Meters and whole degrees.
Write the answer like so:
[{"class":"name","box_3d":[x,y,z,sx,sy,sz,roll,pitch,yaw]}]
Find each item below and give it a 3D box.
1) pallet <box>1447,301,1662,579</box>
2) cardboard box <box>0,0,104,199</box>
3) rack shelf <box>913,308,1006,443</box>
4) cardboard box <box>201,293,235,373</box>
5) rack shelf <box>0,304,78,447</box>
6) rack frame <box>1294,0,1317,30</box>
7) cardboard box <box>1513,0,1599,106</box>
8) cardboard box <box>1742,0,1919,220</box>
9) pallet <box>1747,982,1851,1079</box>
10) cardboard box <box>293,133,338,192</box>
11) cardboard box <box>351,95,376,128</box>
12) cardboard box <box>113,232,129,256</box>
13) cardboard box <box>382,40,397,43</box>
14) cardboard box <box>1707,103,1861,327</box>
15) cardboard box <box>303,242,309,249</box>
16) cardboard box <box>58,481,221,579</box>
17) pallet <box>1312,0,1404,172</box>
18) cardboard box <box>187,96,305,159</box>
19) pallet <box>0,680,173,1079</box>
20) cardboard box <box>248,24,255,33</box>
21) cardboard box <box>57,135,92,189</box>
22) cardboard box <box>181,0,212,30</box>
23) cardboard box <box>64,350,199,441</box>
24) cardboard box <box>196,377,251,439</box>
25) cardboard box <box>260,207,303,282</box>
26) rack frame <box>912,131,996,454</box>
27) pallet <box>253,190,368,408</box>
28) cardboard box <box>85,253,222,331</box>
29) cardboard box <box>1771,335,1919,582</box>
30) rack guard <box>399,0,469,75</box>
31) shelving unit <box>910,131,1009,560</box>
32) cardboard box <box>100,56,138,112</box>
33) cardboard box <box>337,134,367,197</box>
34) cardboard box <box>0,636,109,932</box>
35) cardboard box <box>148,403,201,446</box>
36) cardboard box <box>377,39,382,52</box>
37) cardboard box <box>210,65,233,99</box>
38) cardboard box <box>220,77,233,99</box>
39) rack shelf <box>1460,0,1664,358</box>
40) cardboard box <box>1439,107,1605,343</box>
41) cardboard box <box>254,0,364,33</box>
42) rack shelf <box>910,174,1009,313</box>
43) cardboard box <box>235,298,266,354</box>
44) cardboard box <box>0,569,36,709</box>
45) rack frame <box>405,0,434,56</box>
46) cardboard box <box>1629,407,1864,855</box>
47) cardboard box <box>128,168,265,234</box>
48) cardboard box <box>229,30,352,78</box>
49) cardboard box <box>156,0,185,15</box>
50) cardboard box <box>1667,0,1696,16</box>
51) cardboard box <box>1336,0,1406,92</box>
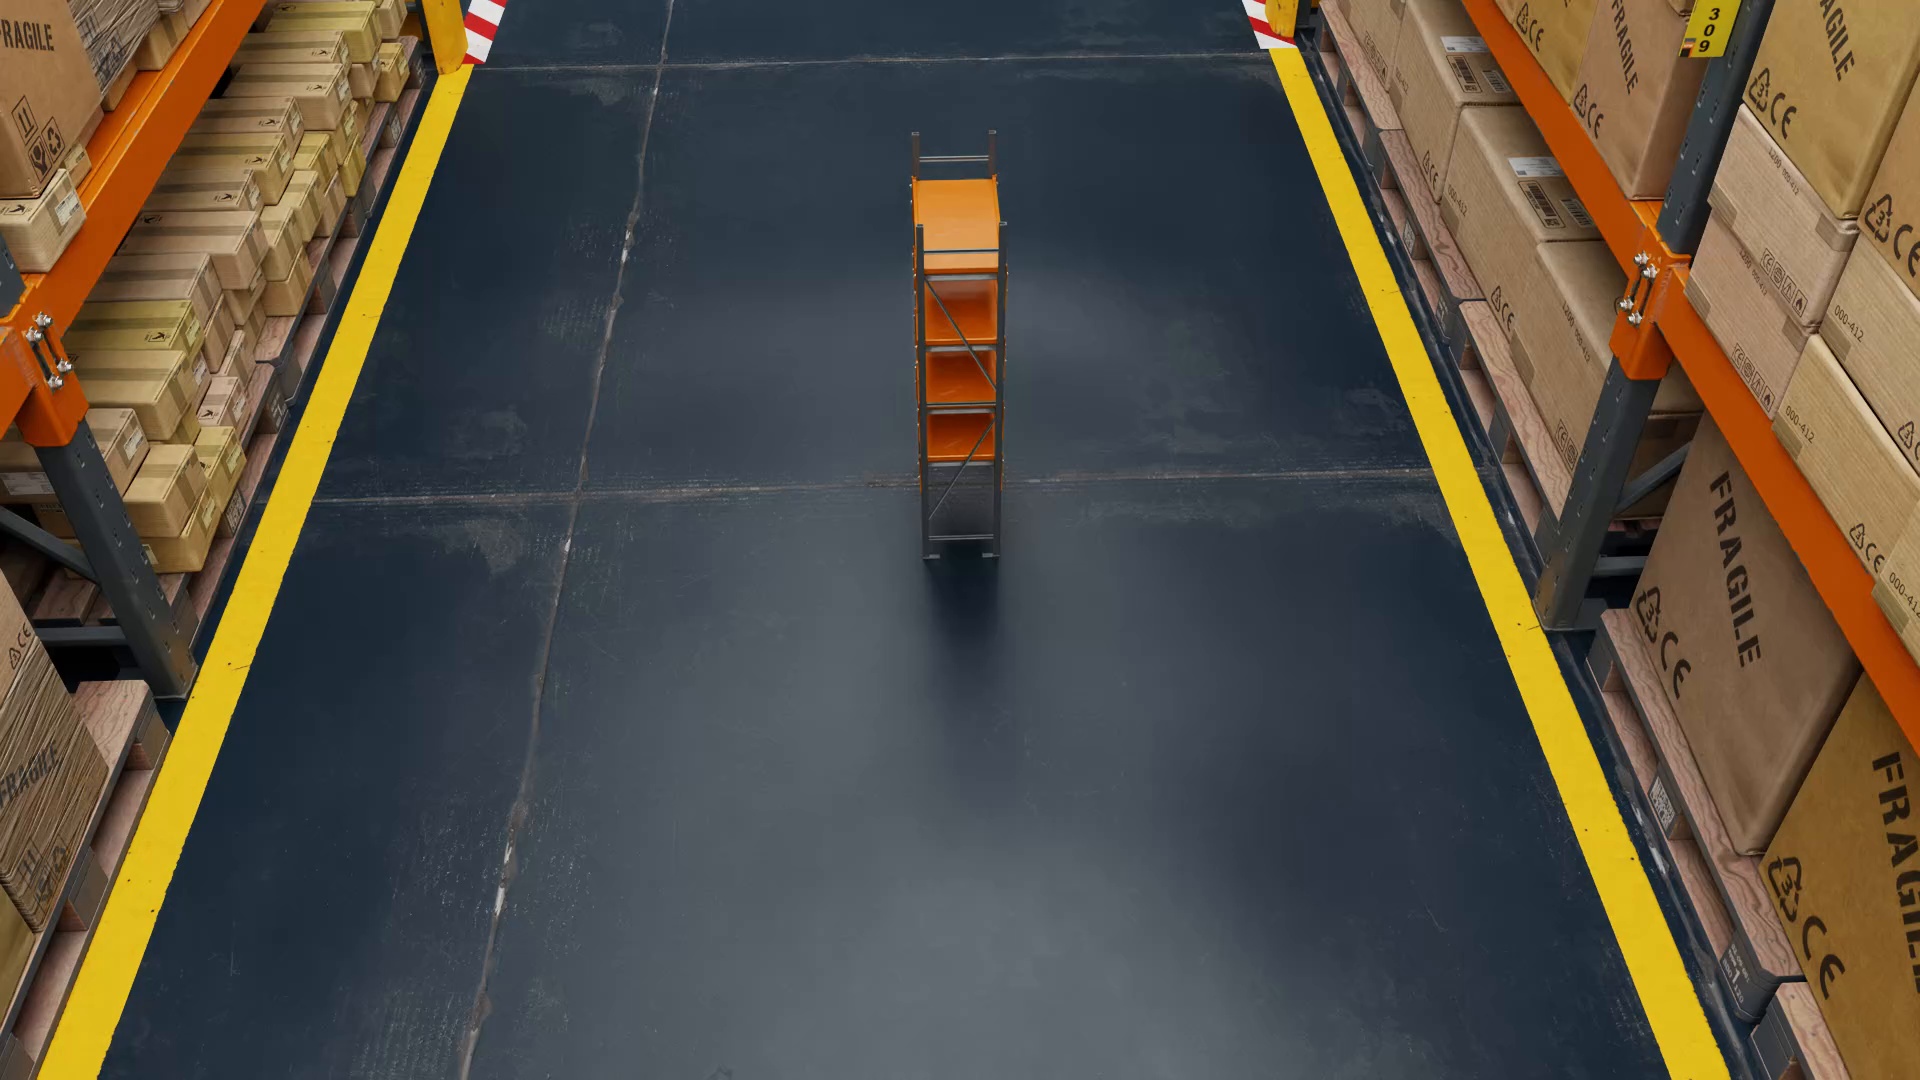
[{"class":"pallet","box_3d":[2.278,-0.372,5.499,1.003,0.211,1.213,-2,43,-2]},{"class":"cardboard box","box_3d":[-2.479,-1.162,4.003,0.500,0.500,0.500,-2,43,-3]},{"class":"rack shelf","box_3d":[-0.007,-0.504,5.012,0.258,0.148,0.480,-2,43,-2]},{"class":"cardboard box","box_3d":[-2.561,-0.655,5.324,0.380,0.149,0.250,-4,43,-4]},{"class":"rack shelf","box_3d":[-2.625,0.942,2.535,1.077,0.370,4.000,-2,43,-2]},{"class":"rack frame","box_3d":[2.062,-3.584,6.941,1.000,3.000,0.127,-2,43,-2]},{"class":"cardboard box","box_3d":[1.929,-1.574,4.673,0.500,0.500,0.500,-3,43,-3]},{"class":"cardboard box","box_3d":[1.963,-0.984,3.290,0.500,0.500,0.500,-1,43,-1]},{"class":"pallet","box_3d":[2.395,1.488,3.470,1.003,0.211,1.213,-2,43,-2]},{"class":"cardboard box","box_3d":[-2.521,-1.366,6.099,0.380,0.149,0.250,0,43,0]},{"class":"cardboard box","box_3d":[-2.611,-1.777,6.768,0.380,0.149,0.250,-2,43,-2]},{"class":"cardboard box","box_3d":[-3.028,-0.979,5.677,0.380,0.149,0.250,-4,43,-4]},{"class":"cardboard box","box_3d":[-2.649,-2.129,7.151,0.380,0.149,0.250,-1,43,-1]},{"class":"cardboard box","box_3d":[1.969,-0.708,3.543,0.500,0.250,0.500,-3,43,-3]},{"class":"cardboard box","box_3d":[-2.587,-1.082,6.010,0.380,0.149,0.250,-1,43,-1]},{"class":"cardboard box","box_3d":[-2.404,-0.033,4.865,0.380,0.149,0.250,-3,43,-4]},{"class":"pallet","box_3d":[2.174,-2.019,7.296,1.003,0.211,1.213,-2,43,-2]},{"class":"cardboard box","box_3d":[-2.597,-1.467,5.990,0.380,0.149,0.250,-3,43,-3]},{"class":"pallet","box_3d":[-2.675,0.880,4.134,1.003,0.211,1.213,-2,43,-2]},{"class":"cardboard box","box_3d":[-3.065,-2.151,6.736,0.380,0.149,0.250,-1,43,-1]},{"class":"cardboard box","box_3d":[-2.480,-0.954,4.257,0.380,0.149,0.250,0,43,-1]},{"class":"cardboard box","box_3d":[-2.499,-1.669,5.037,0.380,0.149,0.250,0,43,0]},{"class":"cardboard box","box_3d":[-2.470,-0.423,4.850,0.380,0.149,0.250,0,43,0]},{"class":"cardboard box","box_3d":[-2.478,-0.379,5.242,0.380,0.149,0.250,-2,43,-2]},{"class":"cardboard box","box_3d":[-2.496,-1.014,5.715,0.380,0.149,0.250,-2,43,-2]},{"class":"rack frame","box_3d":[-0.017,-0.719,5.146,0.240,1.200,0.015,-2,43,-2]},{"class":"pallet","box_3d":[-2.828,-0.924,6.102,1.003,0.211,1.213,-2,43,-2]},{"class":"cardboard box","box_3d":[-2.564,-0.768,5.226,0.380,0.149,0.250,-3,43,-3]},{"class":"cardboard box","box_3d":[2.010,-0.175,3.332,0.500,0.250,0.500,-3,43,-3]},{"class":"rack guard","box_3d":[-2.876,-2.401,7.500,1.175,0.500,0.348,-2,43,-2]},{"class":"shelving unit","box_3d":[-0.007,-0.554,4.966,0.258,1.200,0.503,-2,43,-2]},{"class":"cardboard box","box_3d":[-2.549,-1.316,4.652,0.380,0.149,0.250,-3,43,-4]},{"class":"cardboard box","box_3d":[-2.514,-1.440,6.401,0.380,0.149,0.250,-3,43,-4]},{"class":"cardboard box","box_3d":[-2.426,0.585,3.931,0.500,0.500,0.500,-2,43,-3]},{"class":"cardboard box","box_3d":[-2.506,-0.309,4.947,0.380,0.149,0.250,-1,43,-1]},{"class":"cardboard box","box_3d":[-2.615,-2.062,6.858,0.380,0.149,0.250,-3,43,-3]},{"class":"cardboard box","box_3d":[-3.060,-1.877,6.657,0.380,0.149,0.250,-1,43,-1]},{"class":"cardboard box","box_3d":[-2.639,-1.704,6.468,0.380,0.149,0.250,-2,43,-2]},{"class":"rack shelf","box_3d":[2.147,-1.969,5.711,1.077,0.370,4.000,-2,43,-2]},{"class":"cardboard box","box_3d":[2.274,-1.126,5.843,0.875,0.438,0.875,-3,43,-3]},{"class":"cardboard box","box_3d":[-2.650,-2.176,6.763,0.380,0.149,0.250,-1,43,-1]},{"class":"rack shelf","box_3d":[-0.007,-0.844,4.701,0.258,0.148,0.480,-2,43,-2]},{"class":"cardboard box","box_3d":[-2.585,-0.729,5.625,0.380,0.149,0.250,-3,43,-4]},{"class":"cardboard box","box_3d":[-2.425,0.312,3.674,0.500,0.250,0.500,-3,43,-3]},{"class":"rack frame","box_3d":[-2.879,-3.374,6.711,1.000,3.000,0.127,-2,43,-2]},{"class":"cardboard box","box_3d":[2.338,0.161,4.116,0.875,0.875,0.875,0,43,0]},{"class":"cardboard box","box_3d":[-2.587,-1.124,5.615,0.380,0.149,0.250,-3,43,-4]},{"class":"cardboard box","box_3d":[-2.565,-1.828,6.383,0.380,0.149,0.250,-3,43,-4]},{"class":"cardboard box","box_3d":[-2.492,-1.837,4.740,0.500,0.500,0.500,-2,43,-3]},{"class":"cardboard box","box_3d":[1.936,-1.600,3.962,0.500,0.500,0.500,-2,43,-2]},{"class":"cardboard box","box_3d":[2.190,-2.352,7.181,0.875,0.438,0.875,-3,43,-3]}]
